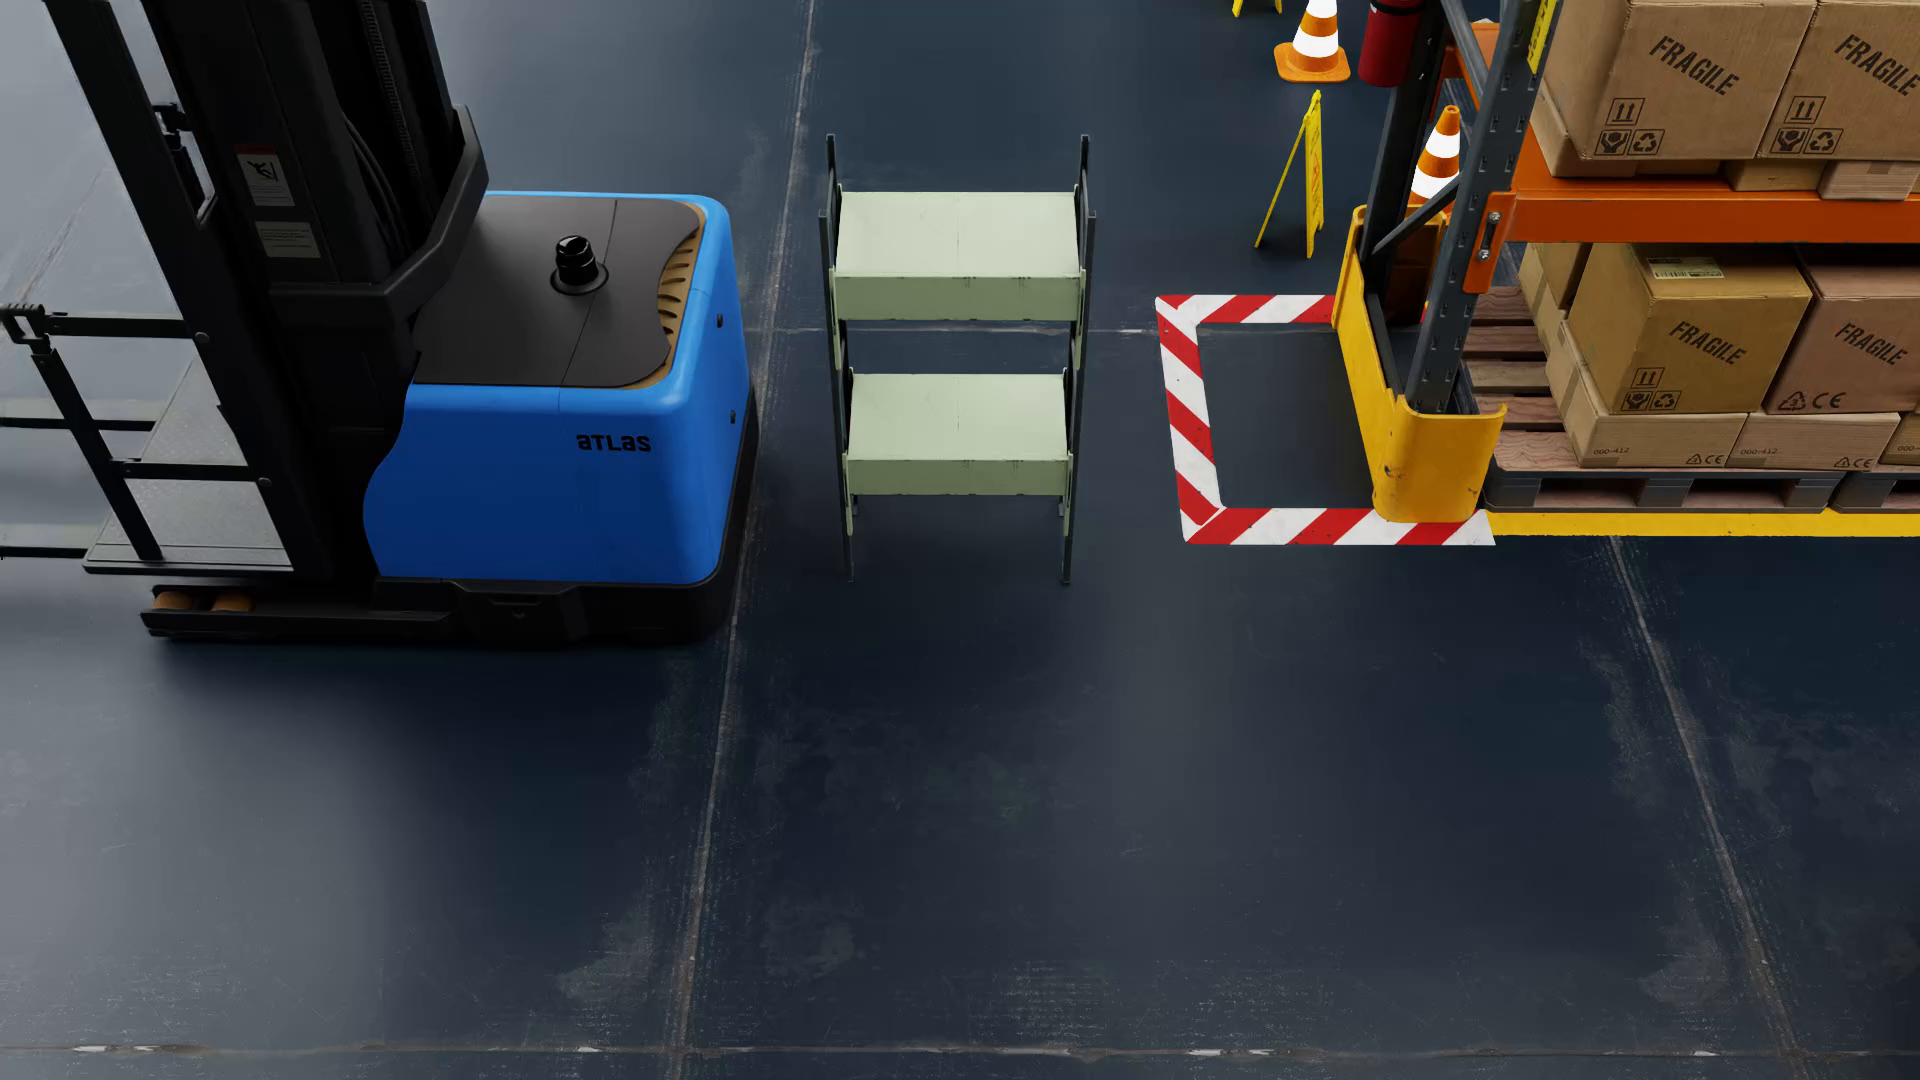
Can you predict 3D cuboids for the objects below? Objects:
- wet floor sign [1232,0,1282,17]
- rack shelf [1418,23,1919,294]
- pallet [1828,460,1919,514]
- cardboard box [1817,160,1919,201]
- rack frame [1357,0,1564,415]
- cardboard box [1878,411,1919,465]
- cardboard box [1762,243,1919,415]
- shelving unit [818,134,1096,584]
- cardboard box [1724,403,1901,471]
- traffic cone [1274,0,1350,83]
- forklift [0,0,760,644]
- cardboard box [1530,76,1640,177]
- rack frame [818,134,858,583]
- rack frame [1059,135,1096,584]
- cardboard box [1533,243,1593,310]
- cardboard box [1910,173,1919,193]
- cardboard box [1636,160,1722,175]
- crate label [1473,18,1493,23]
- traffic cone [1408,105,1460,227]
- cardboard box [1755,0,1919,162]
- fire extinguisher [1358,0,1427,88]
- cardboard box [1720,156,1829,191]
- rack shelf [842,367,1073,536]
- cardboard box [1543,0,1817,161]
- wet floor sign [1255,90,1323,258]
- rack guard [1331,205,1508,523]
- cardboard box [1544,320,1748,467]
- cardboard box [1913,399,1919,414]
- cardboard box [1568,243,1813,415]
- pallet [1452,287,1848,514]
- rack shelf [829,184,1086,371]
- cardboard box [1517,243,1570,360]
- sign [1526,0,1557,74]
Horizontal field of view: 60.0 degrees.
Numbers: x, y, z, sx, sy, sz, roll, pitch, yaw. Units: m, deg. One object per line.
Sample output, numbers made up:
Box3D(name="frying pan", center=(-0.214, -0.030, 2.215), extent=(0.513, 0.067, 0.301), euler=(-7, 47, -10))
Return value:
Box3D(name="wet floor sign", center=(1.440, -2.883, 7.992), extent=(0.232, 0.644, 0.267), euler=(-7, 47, -7))
Box3D(name="rack shelf", center=(3.559, -1.260, 5.365), extent=(4.000, 0.370, 1.077), euler=(0, 47, 0))
Box3D(name="pallet", center=(3.664, -0.527, 6.096), extent=(1.213, 0.211, 1.003), euler=(0, 47, 0))
Box3D(name="cardboard box", center=(2.669, -1.188, 4.978), extent=(0.250, 0.149, 0.380), euler=(1, 47, 1))
Box3D(name="rack frame", center=(1.559, -1.511, 5.107), extent=(0.127, 3.000, 1.000), euler=(0, 47, 0))
Box3D(name="cardboard box", center=(3.421, -0.513, 5.770), extent=(0.500, 0.250, 0.500), euler=(3, 47, 3))
Box3D(name="cardboard box", center=(2.911, -0.770, 5.497), extent=(0.500, 0.500, 0.500), euler=(-1, 47, -1))
Box3D(name="shelving unit", center=(-0.007, -0.511, 5.201), extent=(0.755, 1.500, 0.431), euler=(0, 47, 0))
Box3D(name="cardboard box", center=(2.875, -0.505, 5.763), extent=(0.500, 0.250, 0.500), euler=(2, 47, 2))
Box3D(name="traffic cone", center=(1.658, -2.403, 7.670), extent=(0.334, 0.463, 0.336), euler=(0, 47, 0))
Box3D(name="forklift", center=(-2.252, -1.058, 4.732), extent=(3.031, 2.935, 1.130), euler=(1, 47, 1))
Box3D(name="cardboard box", center=(1.898, -1.272, 5.057), extent=(0.250, 0.149, 0.380), euler=(0, 47, 0))
Box3D(name="rack frame", center=(-0.373, -0.512, 5.202), extent=(0.023, 1.500, 0.400), euler=(0, 47, 0))
Box3D(name="rack frame", center=(0.359, -0.510, 5.200), extent=(0.023, 1.500, 0.400), euler=(0, 47, 0))
Box3D(name="cardboard box", center=(2.361, -1.161, 5.861), extent=(0.500, 0.500, 0.500), euler=(0, 47, 0))
Box3D(name="cardboard box", center=(2.928, -1.212, 5.000), extent=(0.250, 0.149, 0.380), euler=(1, 47, 1))
Box3D(name="cardboard box", center=(2.150, -1.282, 5.066), extent=(0.250, 0.149, 0.380), euler=(1, 47, 1))
Box3D(name="crate label", center=(2.444, -2.335, 7.830), extent=(0.298, 0.136, 0.250), euler=(-23, 51, -20))
Box3D(name="traffic cone", center=(1.994, -1.589, 6.913), extent=(0.334, 0.463, 0.336), euler=(0, 47, 0))
Box3D(name="cardboard box", center=(2.550, -1.443, 4.772), extent=(0.500, 0.500, 0.500), euler=(1, 47, 1))
Box3D(name="fire extinguisher", center=(1.446, -1.822, 5.449), extent=(0.183, 0.674, 0.296), euler=(0, 47, 0))
Box3D(name="cardboard box", center=(2.415, -1.222, 5.010), extent=(0.250, 0.149, 0.380), euler=(-1, 47, -1))
Box3D(name="rack shelf", center=(-0.007, -0.289, 5.440), extent=(0.720, 0.370, 0.431), euler=(0, 47, 0))
Box3D(name="cardboard box", center=(2.032, -1.442, 4.771), extent=(0.500, 0.500, 0.500), euler=(0, 47, 0))
Box3D(name="wet floor sign", center=(1.373, -1.492, 6.698), extent=(0.232, 0.644, 0.267), euler=(15, 49, 14))
Box3D(name="rack guard", center=(1.635, -0.659, 6.022), extent=(0.348, 0.500, 1.175), euler=(0, 47, 0))
Box3D(name="cardboard box", center=(2.365, -0.512, 5.769), extent=(0.500, 0.250, 0.500), euler=(0, 47, 0))
Box3D(name="cardboard box", center=(3.413, -0.762, 5.490), extent=(0.500, 0.500, 0.500), euler=(1, 47, 1))
Box3D(name="cardboard box", center=(2.388, -0.768, 5.495), extent=(0.500, 0.500, 0.500), euler=(-1, 47, -1))
Box3D(name="pallet", center=(2.447, -0.532, 6.101), extent=(1.213, 0.211, 1.003), euler=(0, 47, 0))
Box3D(name="rack shelf", center=(-0.007, -0.777, 4.915), extent=(0.720, 0.370, 0.431), euler=(0, 47, 0))
Box3D(name="cardboard box", center=(2.392, -0.911, 6.141), extent=(0.500, 0.250, 0.500), euler=(0, 47, 0))
Box3D(name="sign", center=(1.557, -1.408, 4.420), extent=(0.005, 0.325, 0.100), euler=(0, 47, 0))
